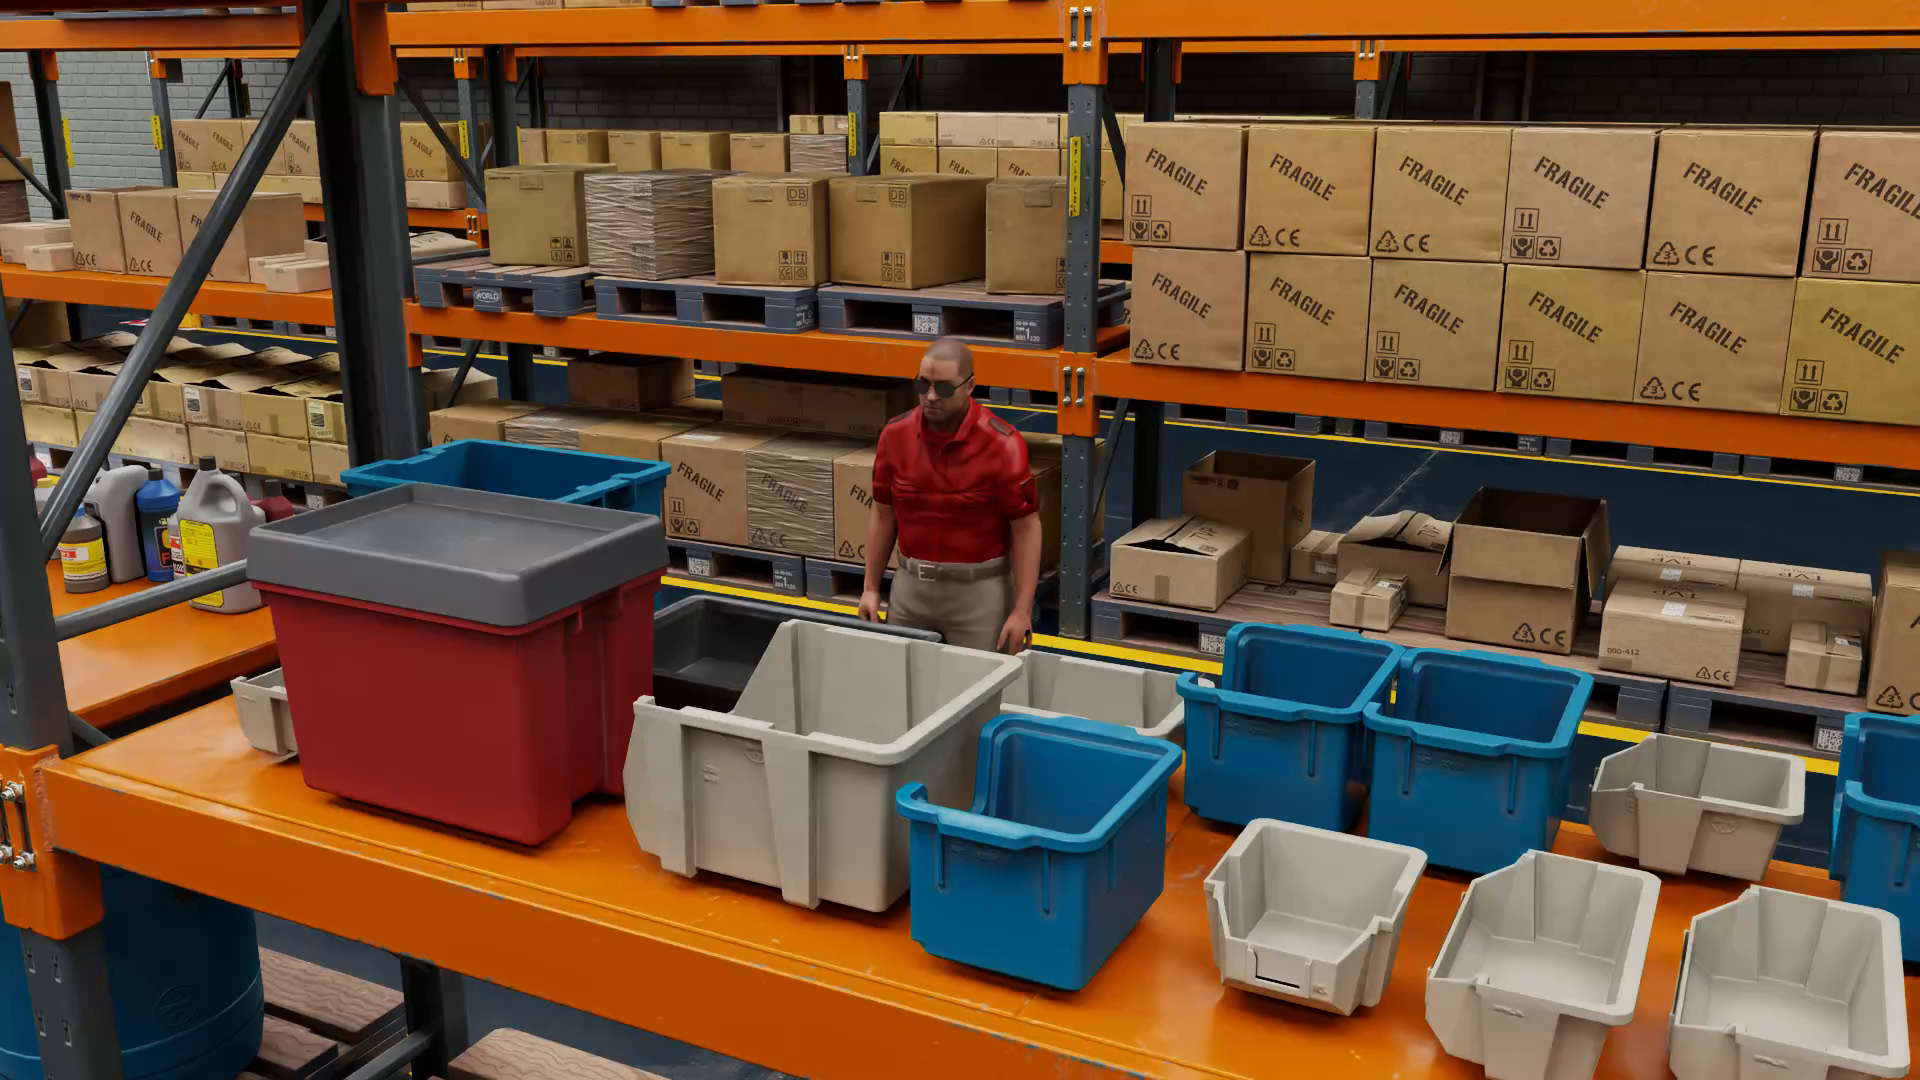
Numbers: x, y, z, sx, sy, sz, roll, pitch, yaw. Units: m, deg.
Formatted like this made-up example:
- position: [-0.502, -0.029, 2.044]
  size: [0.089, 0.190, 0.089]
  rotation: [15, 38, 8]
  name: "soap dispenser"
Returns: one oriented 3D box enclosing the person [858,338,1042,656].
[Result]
- position: [-0.038, 0.208, 5.309]
  size: [0.599, 1.727, 0.390]
  rotation: [7, 17, 24]
  name: "person"
